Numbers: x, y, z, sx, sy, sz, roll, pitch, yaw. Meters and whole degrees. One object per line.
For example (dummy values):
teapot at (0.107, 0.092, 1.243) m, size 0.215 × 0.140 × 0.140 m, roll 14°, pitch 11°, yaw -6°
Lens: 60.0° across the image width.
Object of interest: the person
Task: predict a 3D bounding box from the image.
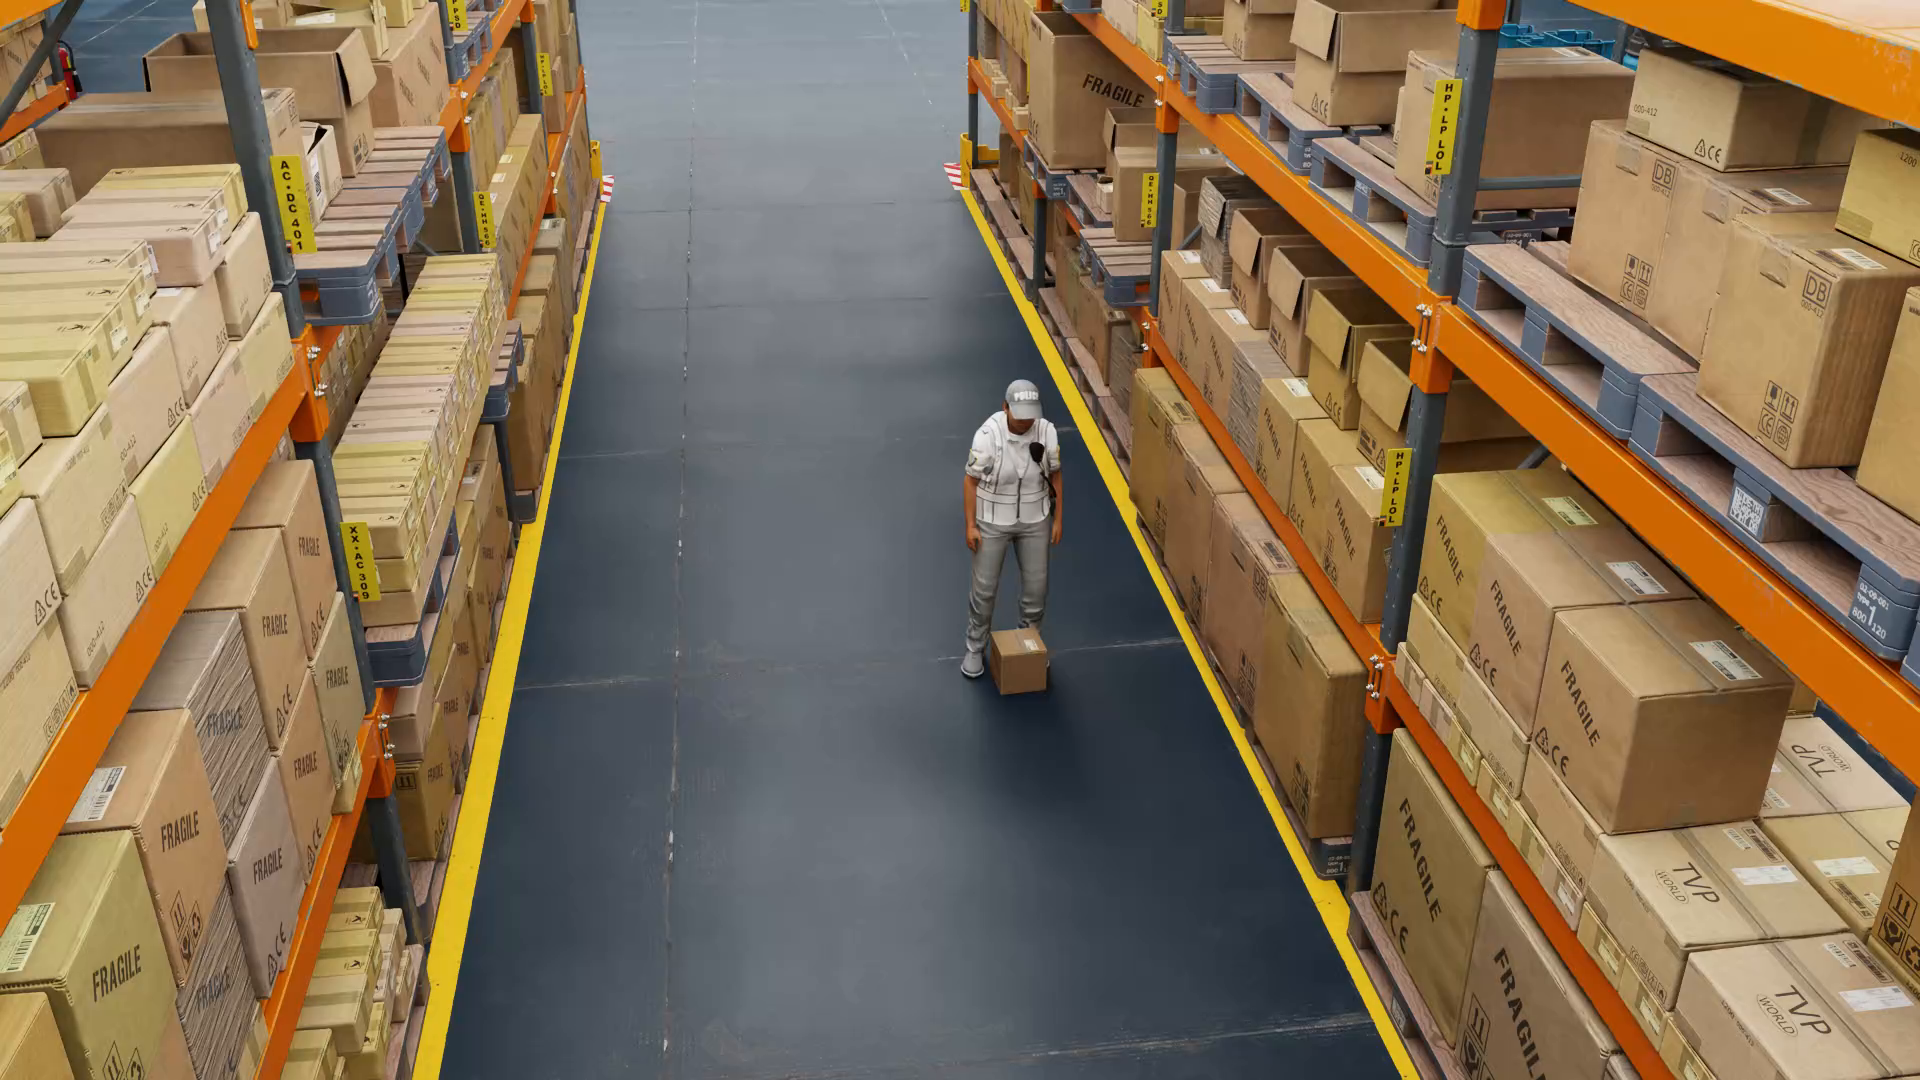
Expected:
person at (0.271, -0.079, 8.763) m, size 0.562 × 1.667 × 0.465 m, roll -5°, pitch 28°, yaw -9°
